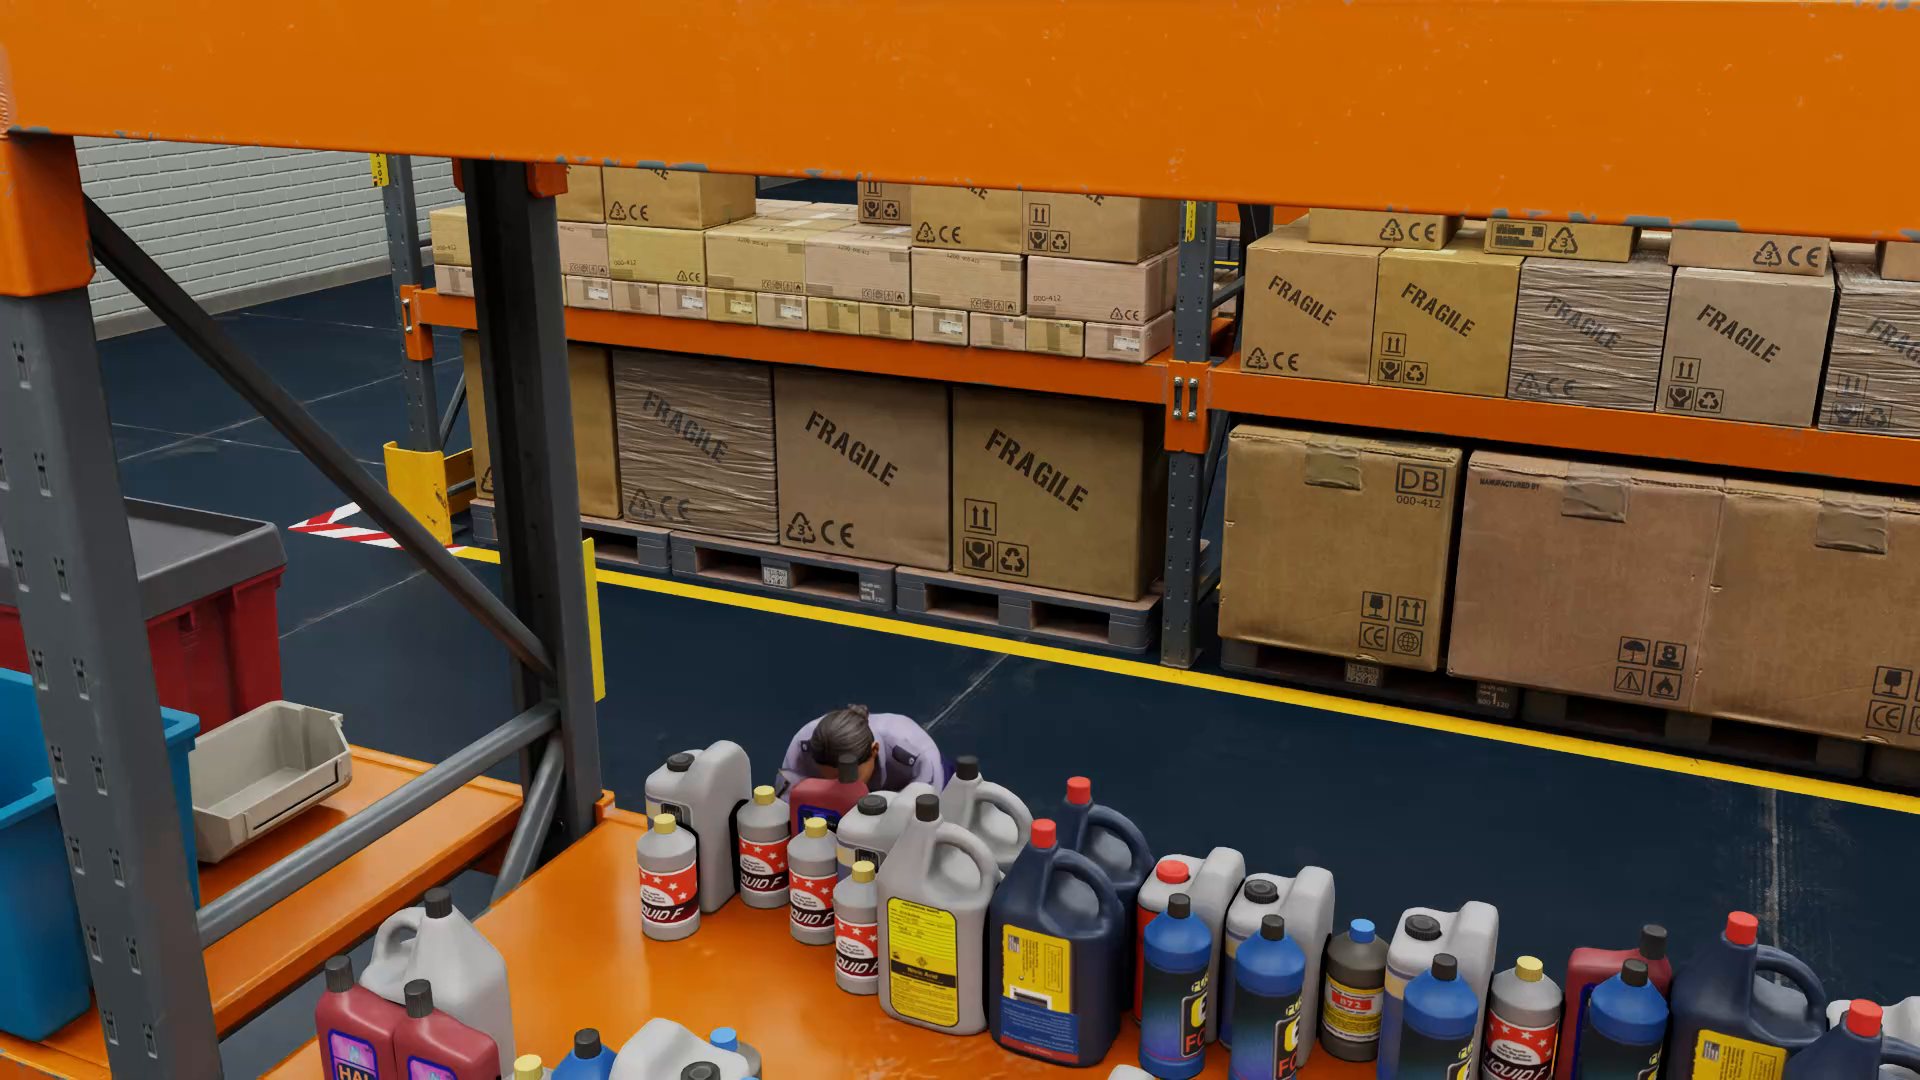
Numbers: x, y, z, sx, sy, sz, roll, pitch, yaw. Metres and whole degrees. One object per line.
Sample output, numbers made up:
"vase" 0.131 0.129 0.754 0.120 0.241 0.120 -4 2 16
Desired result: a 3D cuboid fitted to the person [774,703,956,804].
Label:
"person" -0.266 0.820 4.853 0.528 0.923 0.828 8 21 23
